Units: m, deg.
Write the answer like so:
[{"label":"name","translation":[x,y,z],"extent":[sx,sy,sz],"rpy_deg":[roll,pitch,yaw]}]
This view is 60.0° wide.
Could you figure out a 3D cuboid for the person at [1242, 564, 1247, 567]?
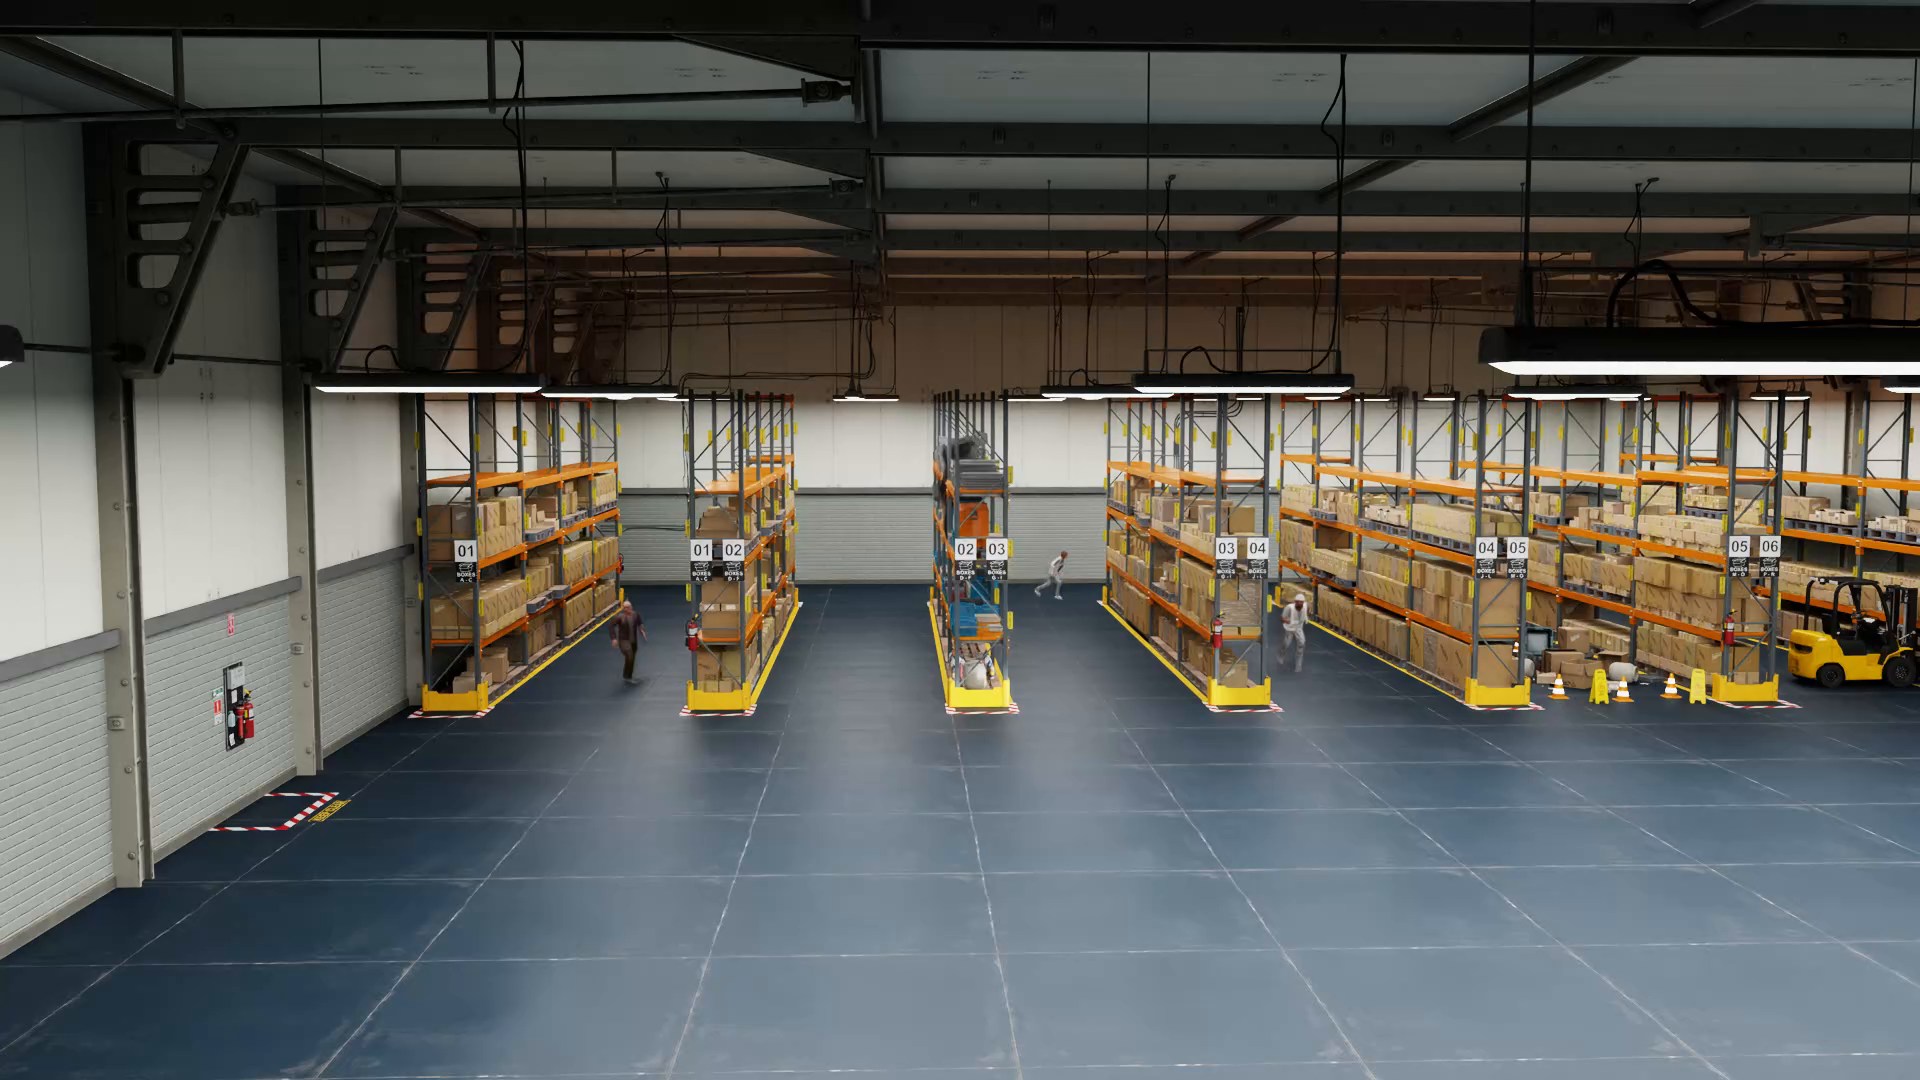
[{"label":"person","translation":[8.256,0.949,48.497],"extent":[0.528,1.593,0.887],"rpy_deg":[1,5,6]}]

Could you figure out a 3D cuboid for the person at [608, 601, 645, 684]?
[{"label":"person","translation":[-6.797,2.106,34.220],"extent":[0.851,1.734,0.693],"rpy_deg":[4,6,38]}]

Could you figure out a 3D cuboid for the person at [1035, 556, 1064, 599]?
[{"label":"person","translation":[2.631,1.106,49.093],"extent":[0.867,1.277,0.528],"rpy_deg":[1,5,14]}]

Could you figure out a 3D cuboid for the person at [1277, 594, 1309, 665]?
[{"label":"person","translation":[7.171,1.897,35.829],"extent":[0.737,1.551,0.994],"rpy_deg":[-2,5,-19]}]
